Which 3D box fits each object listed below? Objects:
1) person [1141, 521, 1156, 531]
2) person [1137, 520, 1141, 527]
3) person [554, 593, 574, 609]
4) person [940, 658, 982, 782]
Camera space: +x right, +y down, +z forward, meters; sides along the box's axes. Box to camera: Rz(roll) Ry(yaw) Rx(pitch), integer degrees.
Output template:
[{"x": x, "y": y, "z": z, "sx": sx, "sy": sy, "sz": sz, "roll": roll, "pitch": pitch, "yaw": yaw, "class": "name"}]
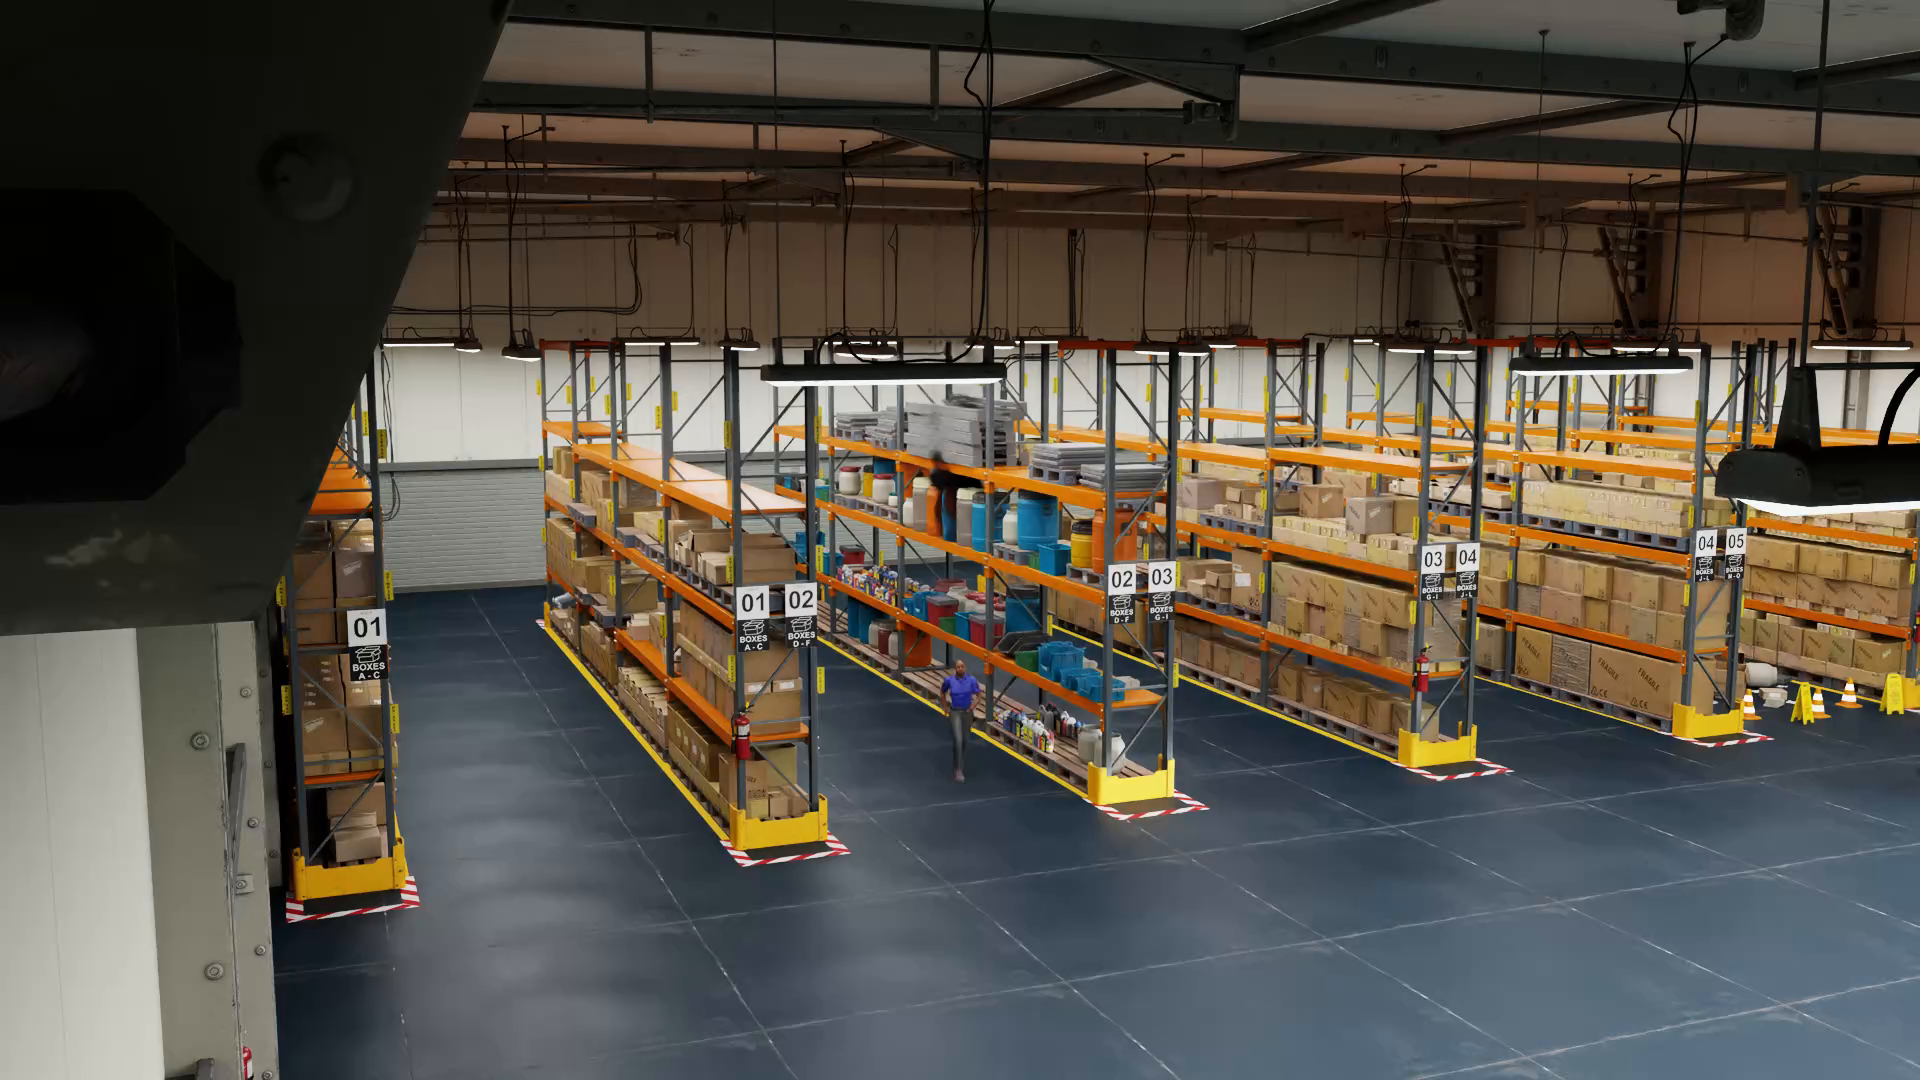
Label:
[{"x": 4.689, "y": 0.114, "z": 41.340, "sx": 0.711, "sy": 1.734, "sz": 0.732, "roll": -2, "pitch": 8, "yaw": -17, "class": "person"}, {"x": 4.173, "y": 0.267, "z": 40.052, "sx": 0.714, "sy": 1.728, "sz": 0.569, "roll": 0, "pitch": 7, "yaw": 0, "class": "person"}, {"x": -8.433, "y": 0.833, "z": 36.093, "sx": 0.743, "sy": 1.635, "sz": 0.578, "roll": -1, "pitch": 8, "yaw": -9, "class": "person"}, {"x": 0.012, "y": 2.481, "z": 23.395, "sx": 0.574, "sy": 1.695, "sz": 0.814, "roll": -1, "pitch": 8, "yaw": -10, "class": "person"}]
